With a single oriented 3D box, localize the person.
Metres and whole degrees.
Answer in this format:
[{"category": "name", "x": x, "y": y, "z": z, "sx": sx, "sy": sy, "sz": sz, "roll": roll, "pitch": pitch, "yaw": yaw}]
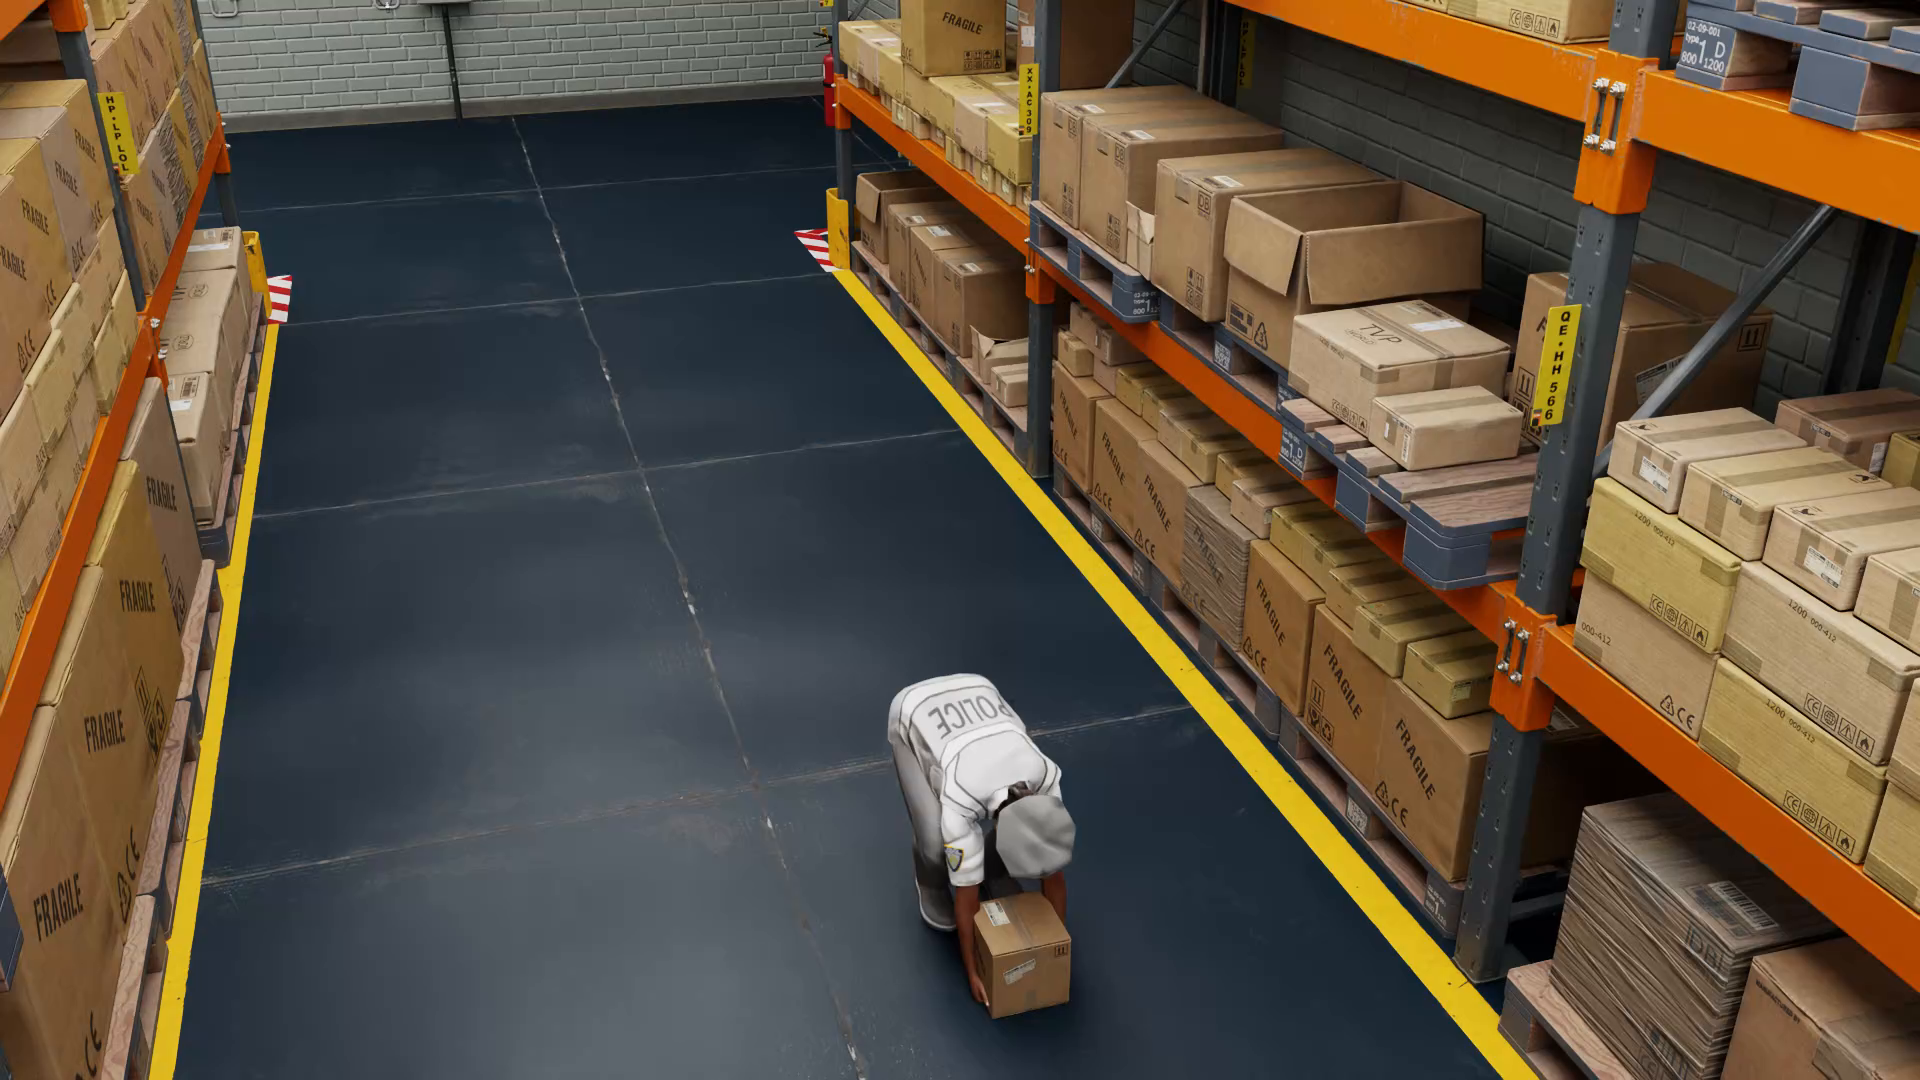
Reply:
[{"category": "person", "x": 0.068, "y": 0.915, "z": 5.299, "sx": 0.445, "sy": 0.802, "sz": 0.924, "roll": -9, "pitch": 28, "yaw": -18}]
